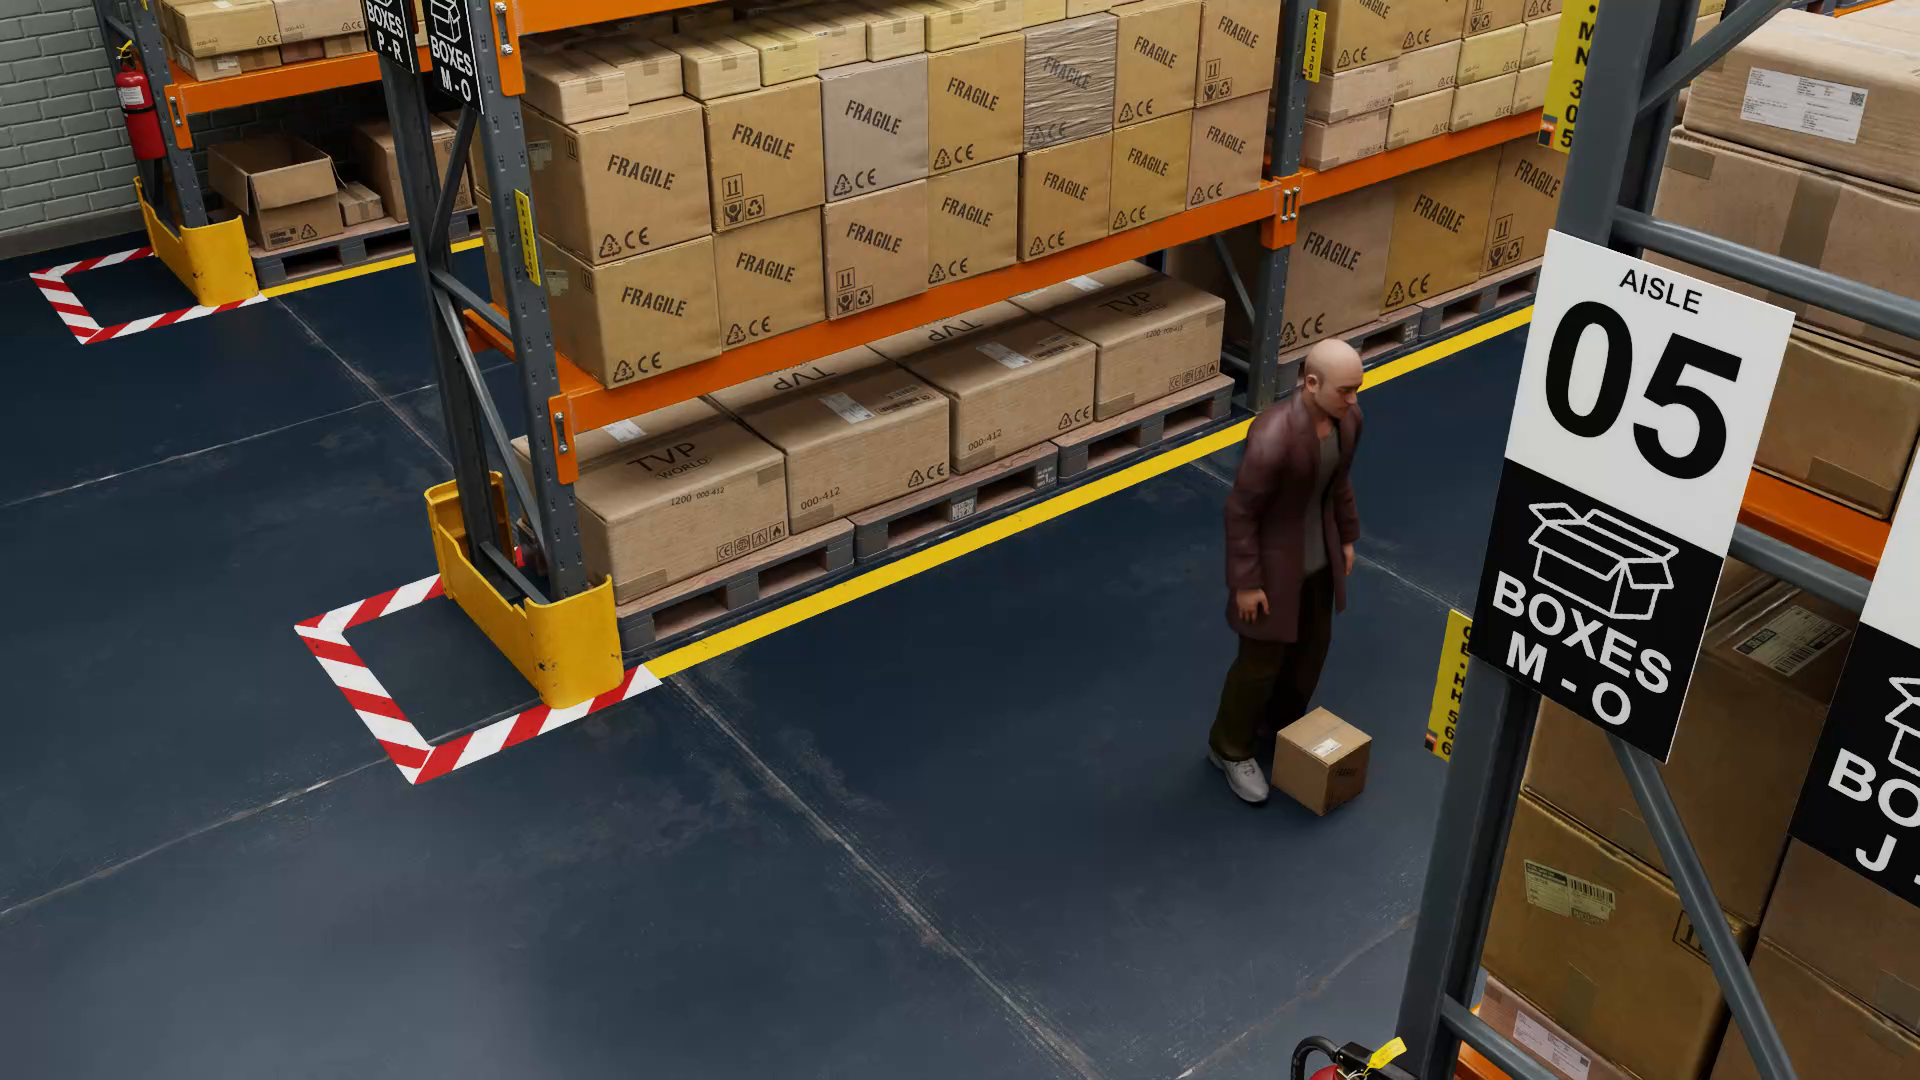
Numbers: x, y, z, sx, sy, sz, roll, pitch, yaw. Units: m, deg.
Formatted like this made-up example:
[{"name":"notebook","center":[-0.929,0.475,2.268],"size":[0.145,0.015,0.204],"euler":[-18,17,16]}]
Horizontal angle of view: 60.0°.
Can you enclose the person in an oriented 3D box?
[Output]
[{"name":"person","center":[1.202,0.082,6.018],"size":[0.643,1.774,0.421],"euler":[-22,38,-31]}]
